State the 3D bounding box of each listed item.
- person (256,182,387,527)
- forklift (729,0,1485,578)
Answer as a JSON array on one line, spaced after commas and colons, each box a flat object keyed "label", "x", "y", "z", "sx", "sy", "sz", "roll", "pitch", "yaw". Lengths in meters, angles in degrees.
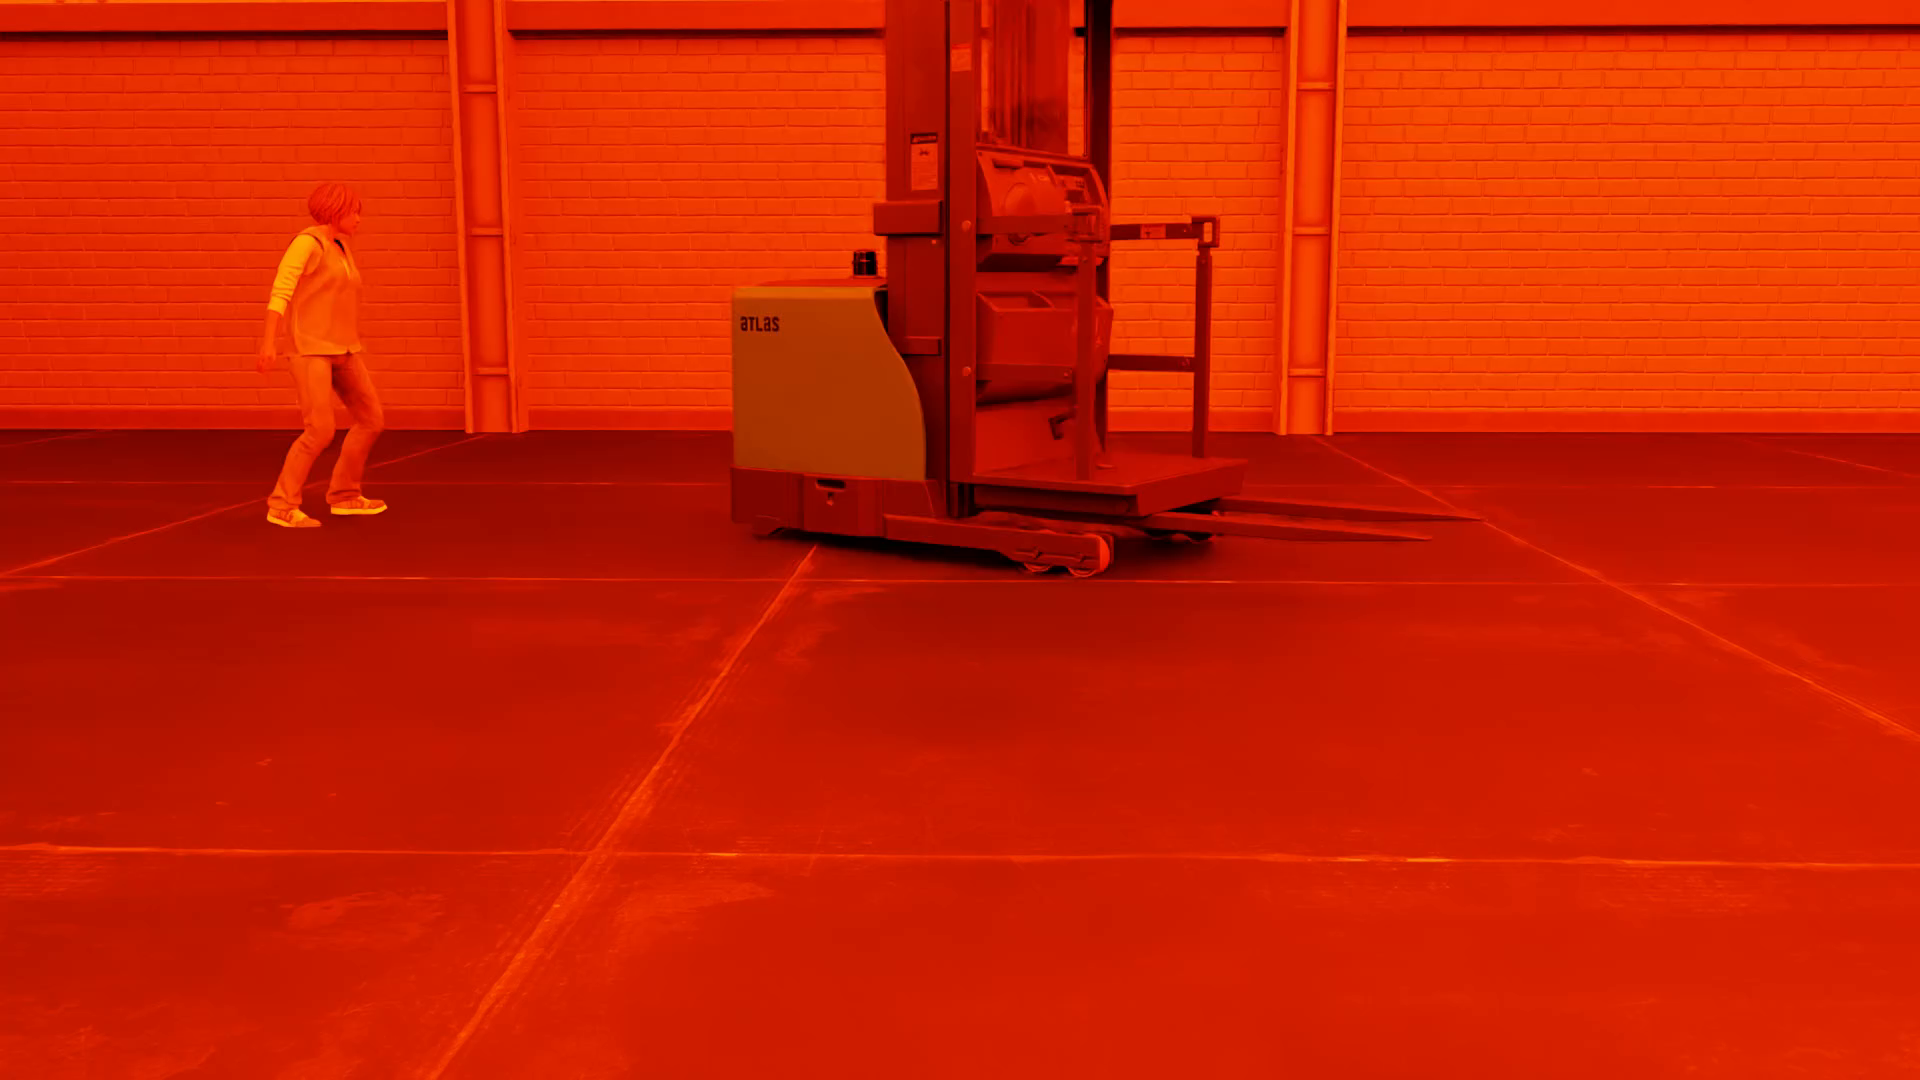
[{"label": "person", "x": -2.931, "y": -0.829, "z": 7.561, "sx": 0.414, "sy": 1.569, "sz": 0.744, "roll": 2, "pitch": 9, "yaw": 12}, {"label": "forklift", "x": 0.517, "y": -1.399, "z": 6.579, "sx": 3.031, "sy": 2.935, "sz": 1.130, "roll": 6, "pitch": 10, "yaw": 33}]
